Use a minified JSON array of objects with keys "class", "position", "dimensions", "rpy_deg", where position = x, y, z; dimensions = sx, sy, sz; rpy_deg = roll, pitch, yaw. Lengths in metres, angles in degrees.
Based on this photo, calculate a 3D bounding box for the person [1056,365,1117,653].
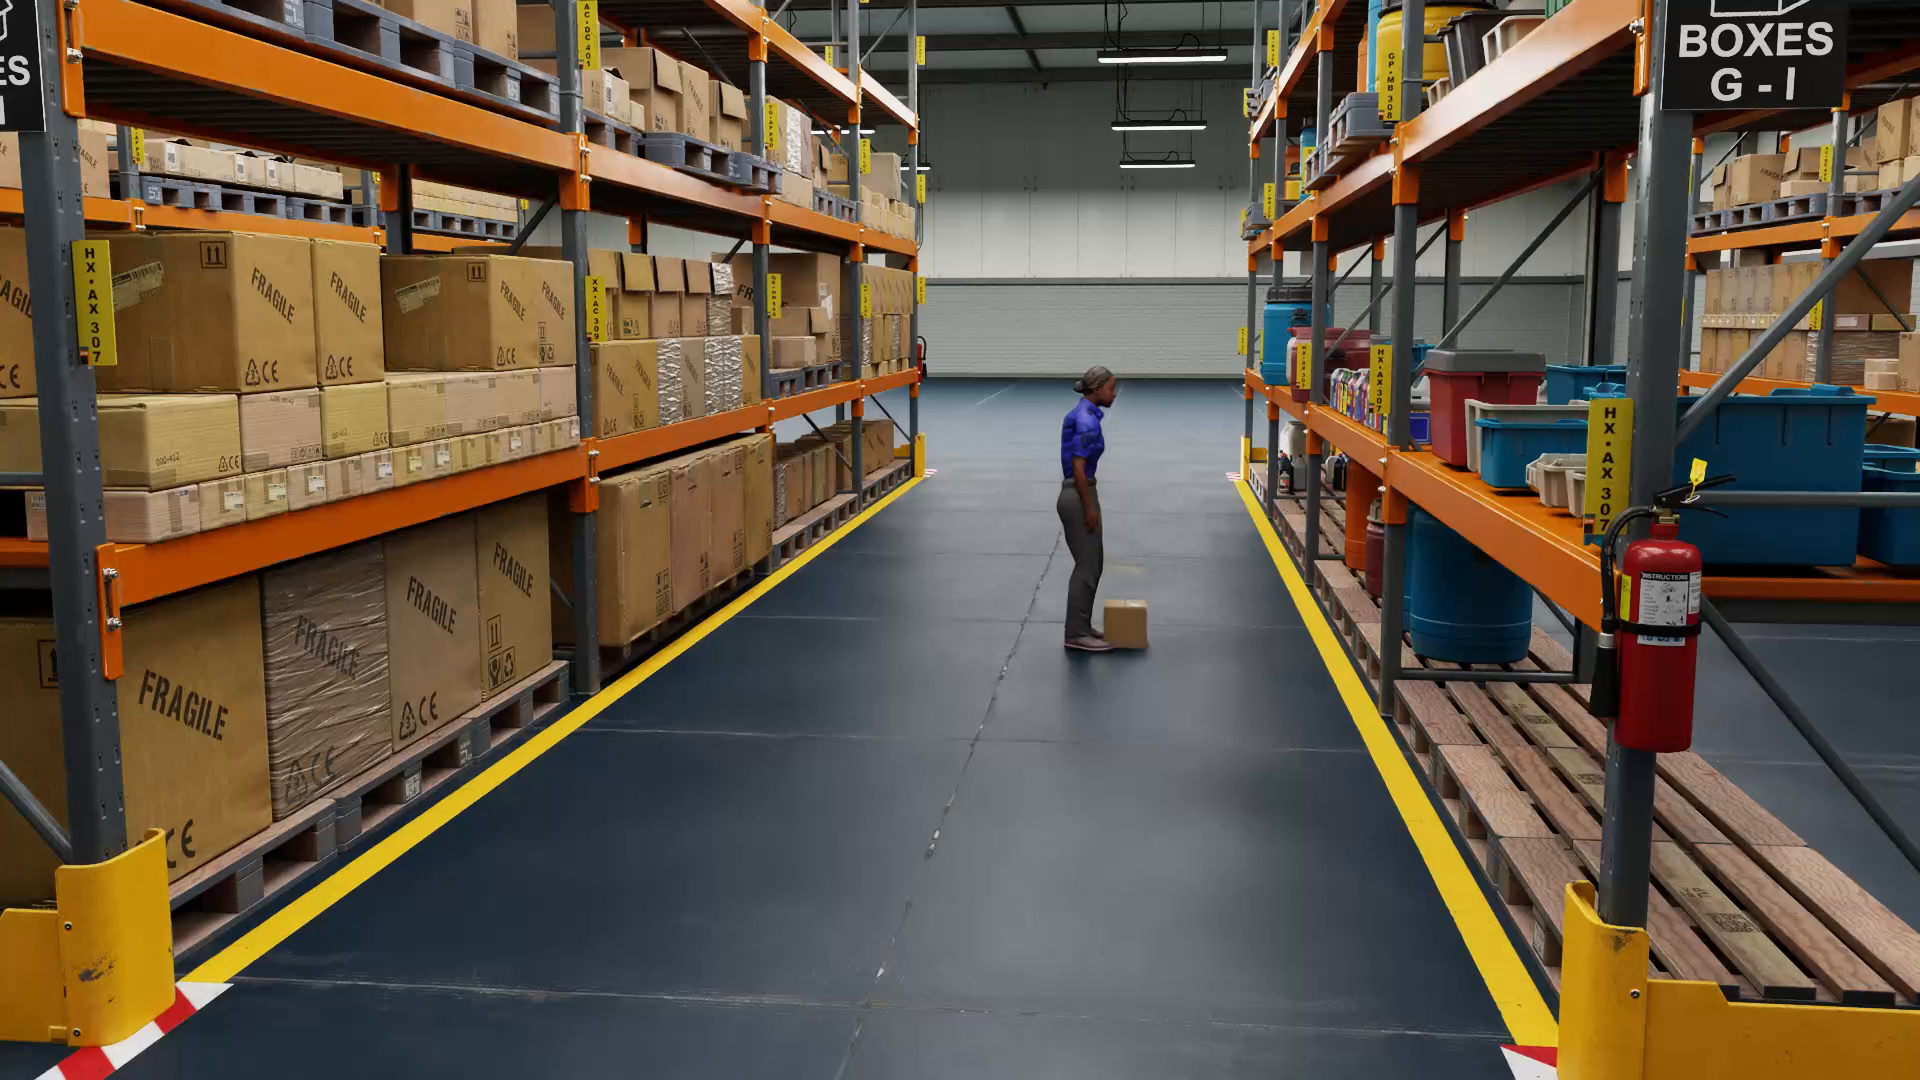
[{"class":"person","position":[0.741,-0.198,9.782],"dimensions":[0.347,1.653,0.512],"rpy_deg":[1,8,4]}]
